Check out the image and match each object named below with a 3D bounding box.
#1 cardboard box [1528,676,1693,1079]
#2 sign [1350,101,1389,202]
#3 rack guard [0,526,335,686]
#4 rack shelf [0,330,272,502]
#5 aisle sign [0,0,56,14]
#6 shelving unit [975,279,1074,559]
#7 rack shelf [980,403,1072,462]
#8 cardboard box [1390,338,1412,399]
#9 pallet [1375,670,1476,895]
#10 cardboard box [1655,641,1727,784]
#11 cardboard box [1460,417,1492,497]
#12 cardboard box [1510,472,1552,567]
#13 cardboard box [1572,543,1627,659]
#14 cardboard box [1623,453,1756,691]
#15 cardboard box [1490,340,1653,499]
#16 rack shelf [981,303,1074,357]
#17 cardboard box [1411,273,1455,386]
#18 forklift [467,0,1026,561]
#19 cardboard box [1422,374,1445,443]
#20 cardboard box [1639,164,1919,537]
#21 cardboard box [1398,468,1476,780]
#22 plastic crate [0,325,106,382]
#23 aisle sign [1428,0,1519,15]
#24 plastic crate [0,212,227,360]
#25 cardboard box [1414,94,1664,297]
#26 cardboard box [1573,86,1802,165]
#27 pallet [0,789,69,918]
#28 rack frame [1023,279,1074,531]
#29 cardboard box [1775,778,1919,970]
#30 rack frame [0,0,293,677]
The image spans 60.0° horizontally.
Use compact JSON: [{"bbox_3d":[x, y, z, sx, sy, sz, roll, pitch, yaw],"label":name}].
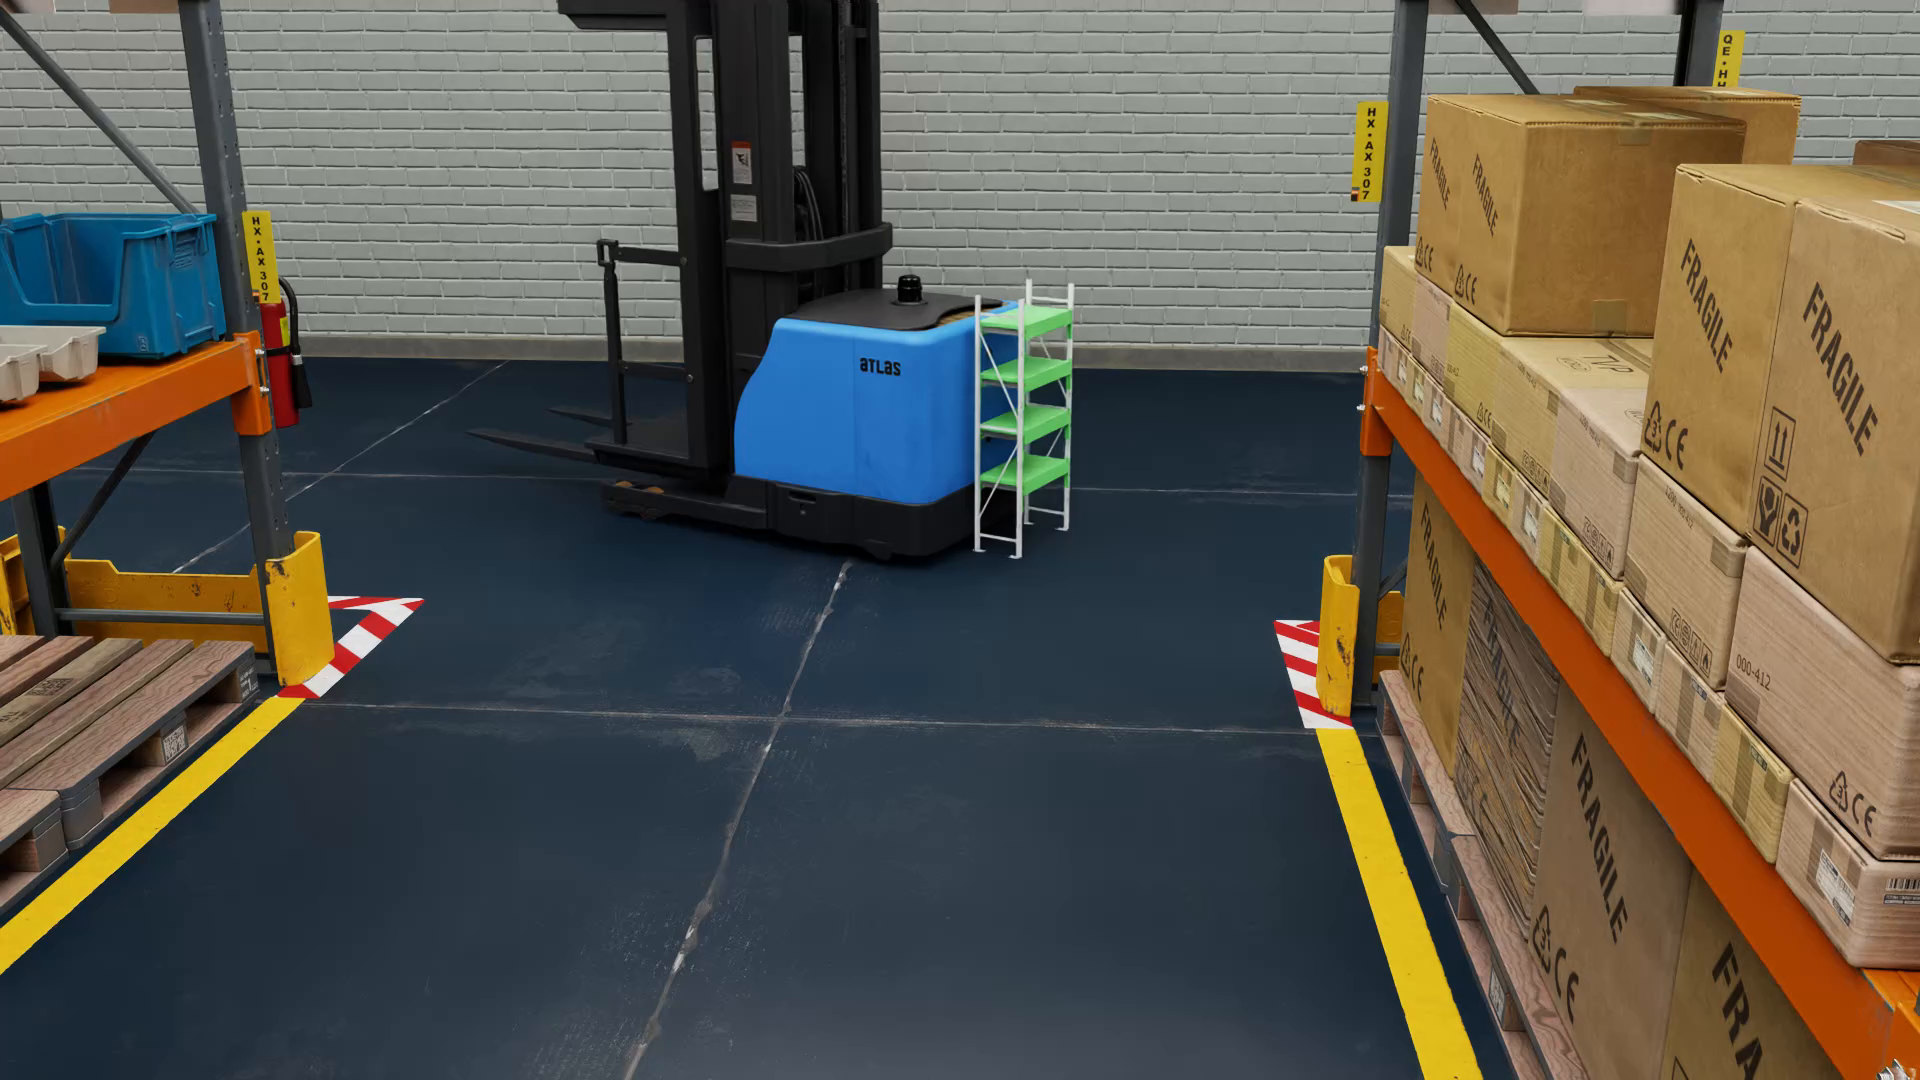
[{"bbox_3d":[1.815,0.747,3.563,0.875,0.875,0.875,1,18,4],"label":"cardboard box"},{"bbox_3d":[1.357,-1.286,5.512,0.100,0.325,0.005,1,18,4],"label":"sign"},{"bbox_3d":[-3.041,0.247,6.366,1.175,0.500,0.348,1,18,4],"label":"rack guard"},{"bbox_3d":[-3.173,0.030,4.170,1.077,0.370,4.000,1,18,4],"label":"rack shelf"},{"bbox_3d":[-3.321,-2.197,5.637,0.394,0.787,0.004,1,18,4],"label":"aisle sign"},{"bbox_3d":[0.297,-0.567,7.726,0.258,1.200,0.503,10,21,28],"label":"shelving unit"},{"bbox_3d":[0.297,-0.506,7.746,0.258,0.148,0.480,10,21,28],"label":"rack shelf"},{"bbox_3d":[1.539,-0.520,5.098,0.380,0.149,0.250,1,18,3],"label":"cardboard box"},{"bbox_3d":[1.931,0.753,5.287,1.003,0.211,1.213,1,18,4],"label":"pallet"},{"bbox_3d":[1.355,0.278,2.662,0.380,0.149,0.250,1,18,3],"label":"cardboard box"},{"bbox_3d":[1.466,-0.201,4.122,0.380,0.149,0.250,1,18,3],"label":"cardboard box"},{"bbox_3d":[1.430,-0.041,3.634,0.380,0.149,0.250,2,18,5],"label":"cardboard box"},{"bbox_3d":[1.392,0.118,3.150,0.380,0.149,0.250,2,18,5],"label":"cardboard box"},{"bbox_3d":[1.428,0.046,2.729,0.500,0.250,0.500,2,18,6],"label":"cardboard box"},{"bbox_3d":[1.504,-0.270,3.692,0.500,0.250,0.500,1,18,3],"label":"cardboard box"},{"bbox_3d":[0.297,-0.962,7.597,0.258,0.148,0.480,10,21,28],"label":"rack shelf"},{"bbox_3d":[1.576,-0.588,4.663,0.500,0.250,0.500,1,18,3],"label":"cardboard box"},{"bbox_3d":[-1.196,-1.618,8.153,3.031,2.935,1.130,10,21,29],"label":"forklift"},{"bbox_3d":[1.503,-0.360,4.608,0.380,0.149,0.250,1,18,3],"label":"cardboard box"},{"bbox_3d":[1.430,-0.311,2.613,0.500,0.500,0.500,1,18,4],"label":"cardboard box"},{"bbox_3d":[1.944,0.188,5.269,0.875,0.875,0.875,1,18,4],"label":"cardboard box"},{"bbox_3d":[-2.908,-0.579,5.200,0.396,0.136,0.243,1,18,4],"label":"plastic crate"},{"bbox_3d":[1.616,-2.087,5.300,0.394,0.787,0.004,1,18,4],"label":"aisle sign"},{"bbox_3d":[-2.868,-0.870,5.608,0.616,0.435,0.499,1,18,4],"label":"plastic crate"},{"bbox_3d":[1.571,-0.951,4.566,0.500,0.500,0.500,1,18,3],"label":"cardboard box"},{"bbox_3d":[2.137,-1.092,4.996,0.500,0.500,0.500,2,18,5],"label":"cardboard box"},{"bbox_3d":[-3.218,1.025,4.455,1.003,0.211,1.213,1,18,4],"label":"pallet"},{"bbox_3d":[0.419,-0.633,7.927,0.240,1.200,0.015,10,21,28],"label":"rack frame"},{"bbox_3d":[1.319,0.437,2.175,0.380,0.149,0.250,1,18,4],"label":"cardboard box"},{"bbox_3d":[-3.030,-0.933,5.953,1.000,3.000,0.127,1,18,4],"label":"rack frame"}]
